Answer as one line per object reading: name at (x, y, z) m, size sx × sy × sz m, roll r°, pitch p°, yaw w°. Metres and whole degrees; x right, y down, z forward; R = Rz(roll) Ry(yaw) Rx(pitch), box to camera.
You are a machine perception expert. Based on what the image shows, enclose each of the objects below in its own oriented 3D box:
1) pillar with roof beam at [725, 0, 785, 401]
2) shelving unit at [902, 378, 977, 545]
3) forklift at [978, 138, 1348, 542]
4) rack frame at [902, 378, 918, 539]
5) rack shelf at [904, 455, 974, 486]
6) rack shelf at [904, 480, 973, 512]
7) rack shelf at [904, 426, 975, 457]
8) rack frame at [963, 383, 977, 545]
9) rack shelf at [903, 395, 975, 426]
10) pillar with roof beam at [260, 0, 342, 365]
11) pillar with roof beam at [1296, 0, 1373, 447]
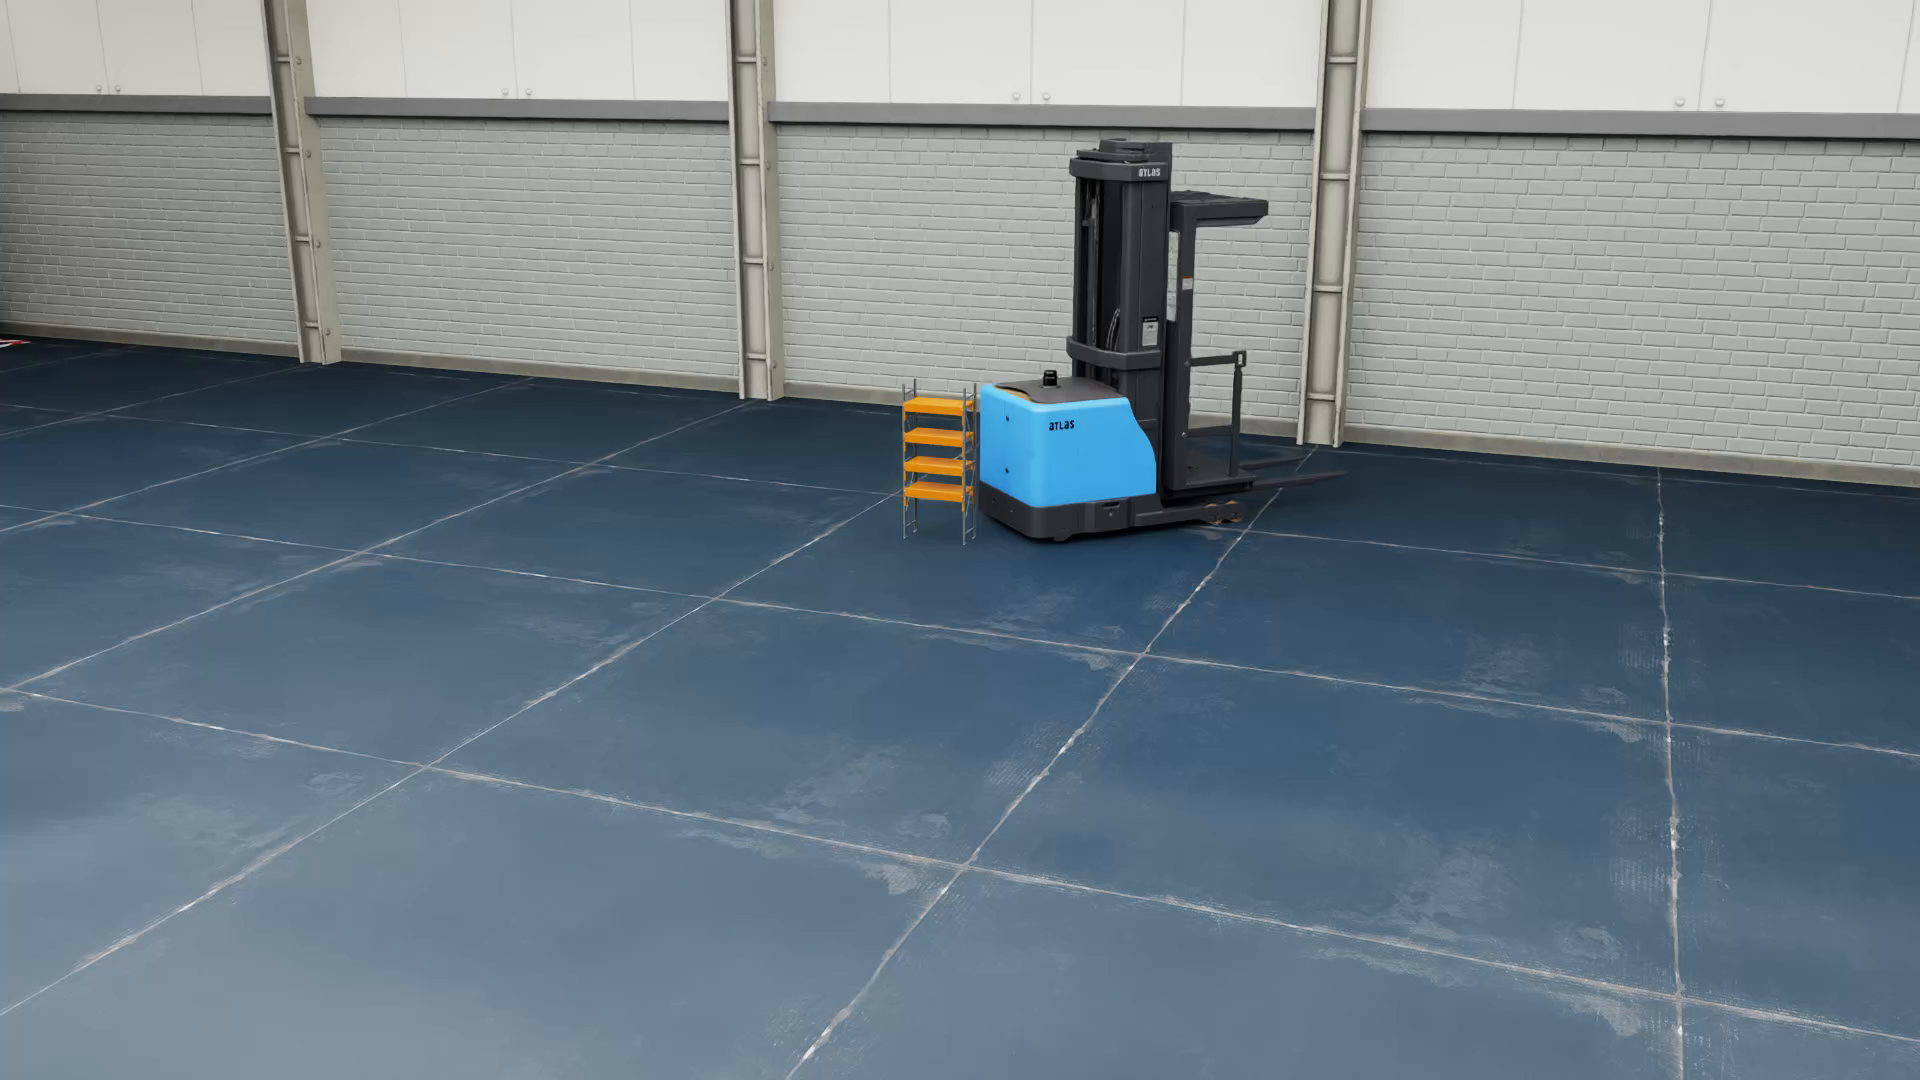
pillar with roof beam at (-3.720, -4.752, 12.902) m, size 0.400 × 9.000 × 9.100 m, roll 6°, pitch 17°, yaw 21°
shelving unit at (-0.154, -0.593, 12.565) m, size 0.503 × 1.200 × 0.258 m, roll 6°, pitch 17°, yaw 21°
forklift at (1.703, -1.651, 13.104) m, size 3.031 × 2.935 × 1.130 m, roll -7°, pitch 18°, yaw -24°
rack frame at (-0.381, -0.618, 12.651) m, size 0.015 × 1.200 × 0.240 m, roll 6°, pitch 17°, yaw 21°
rack shelf at (-0.154, -0.529, 12.583) m, size 0.480 × 0.148 × 0.258 m, roll 6°, pitch 17°, yaw 21°
rack shelf at (-0.154, -0.338, 12.639) m, size 0.480 × 0.148 × 0.258 m, roll 6°, pitch 17°, yaw 21°
rack shelf at (-0.154, -0.743, 12.521) m, size 0.480 × 0.148 × 0.258 m, roll 6°, pitch 17°, yaw 21°
rack frame at (0.073, -0.568, 12.479) m, size 0.015 × 1.200 × 0.240 m, roll 6°, pitch 17°, yaw 21°
rack shelf at (-0.154, -0.971, 12.455) m, size 0.480 × 0.148 × 0.258 m, roll 6°, pitch 17°, yaw 21°
pillar with roof beam at (-9.302, -5.366, 15.016) m, size 0.400 × 9.000 × 9.100 m, roll 6°, pitch 17°, yaw 21°
pillar with roof beam at (1.861, -4.138, 10.788) m, size 0.400 × 9.000 × 9.100 m, roll 6°, pitch 17°, yaw 21°
